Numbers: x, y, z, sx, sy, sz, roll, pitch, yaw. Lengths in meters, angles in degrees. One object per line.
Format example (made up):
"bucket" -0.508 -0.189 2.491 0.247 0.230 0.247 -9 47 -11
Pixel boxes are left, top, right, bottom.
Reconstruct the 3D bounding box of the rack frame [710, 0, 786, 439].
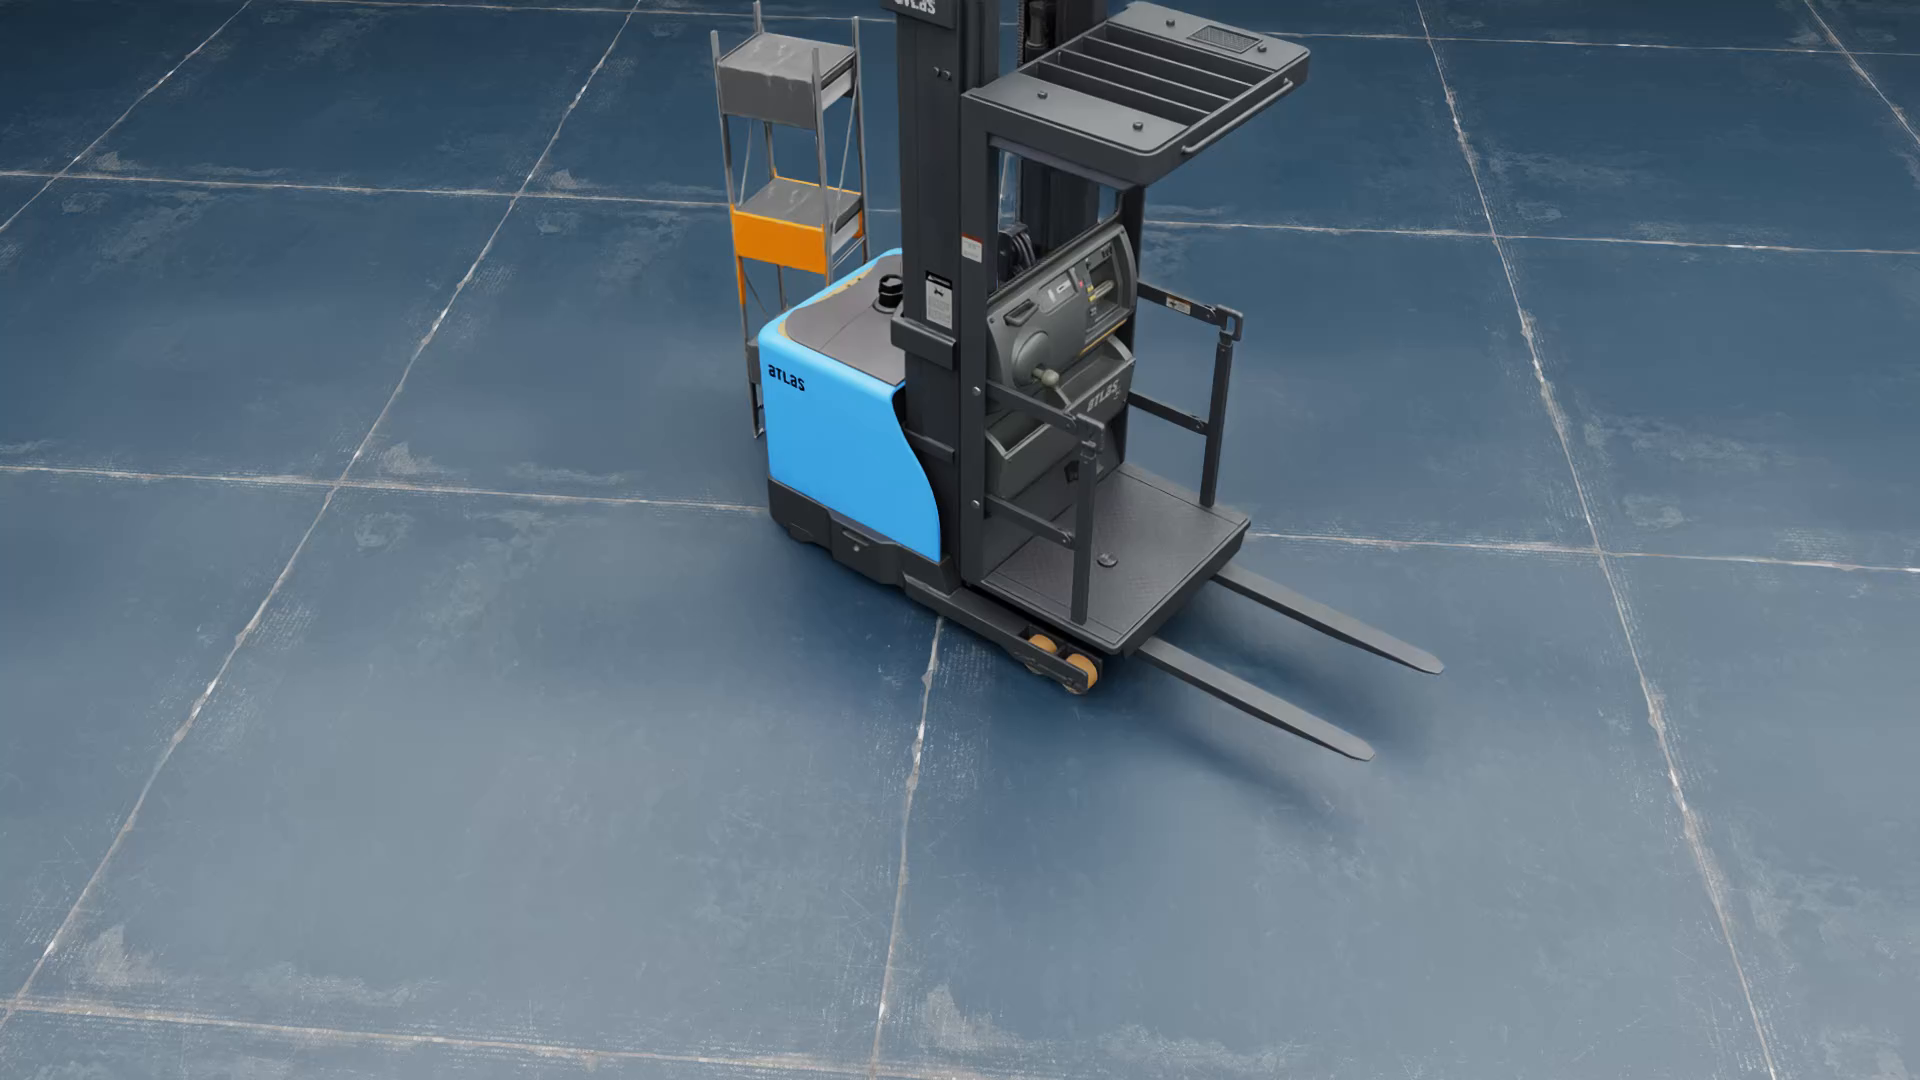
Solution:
"rack frame" -0.961 -1.448 7.863 0.015 2.100 0.400 15 41 19

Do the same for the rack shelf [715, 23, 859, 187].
"rack shelf" -0.747 -1.926 7.357 0.480 0.518 0.431 15 41 19

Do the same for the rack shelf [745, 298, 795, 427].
"rack shelf" -0.731 -0.828 8.225 0.480 0.518 0.431 15 41 19

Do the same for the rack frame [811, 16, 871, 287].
"rack frame" -0.517 -1.327 7.702 0.015 2.100 0.400 15 41 19

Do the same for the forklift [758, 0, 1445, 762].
"forklift" 0.579 -0.874 6.502 3.031 2.935 1.130 26 46 29

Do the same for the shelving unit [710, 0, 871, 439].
"shelving unit" -0.739 -1.388 7.782 0.503 2.100 0.431 15 41 19

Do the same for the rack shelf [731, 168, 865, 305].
"rack shelf" -0.739 -1.377 7.791 0.480 0.518 0.431 15 41 19
